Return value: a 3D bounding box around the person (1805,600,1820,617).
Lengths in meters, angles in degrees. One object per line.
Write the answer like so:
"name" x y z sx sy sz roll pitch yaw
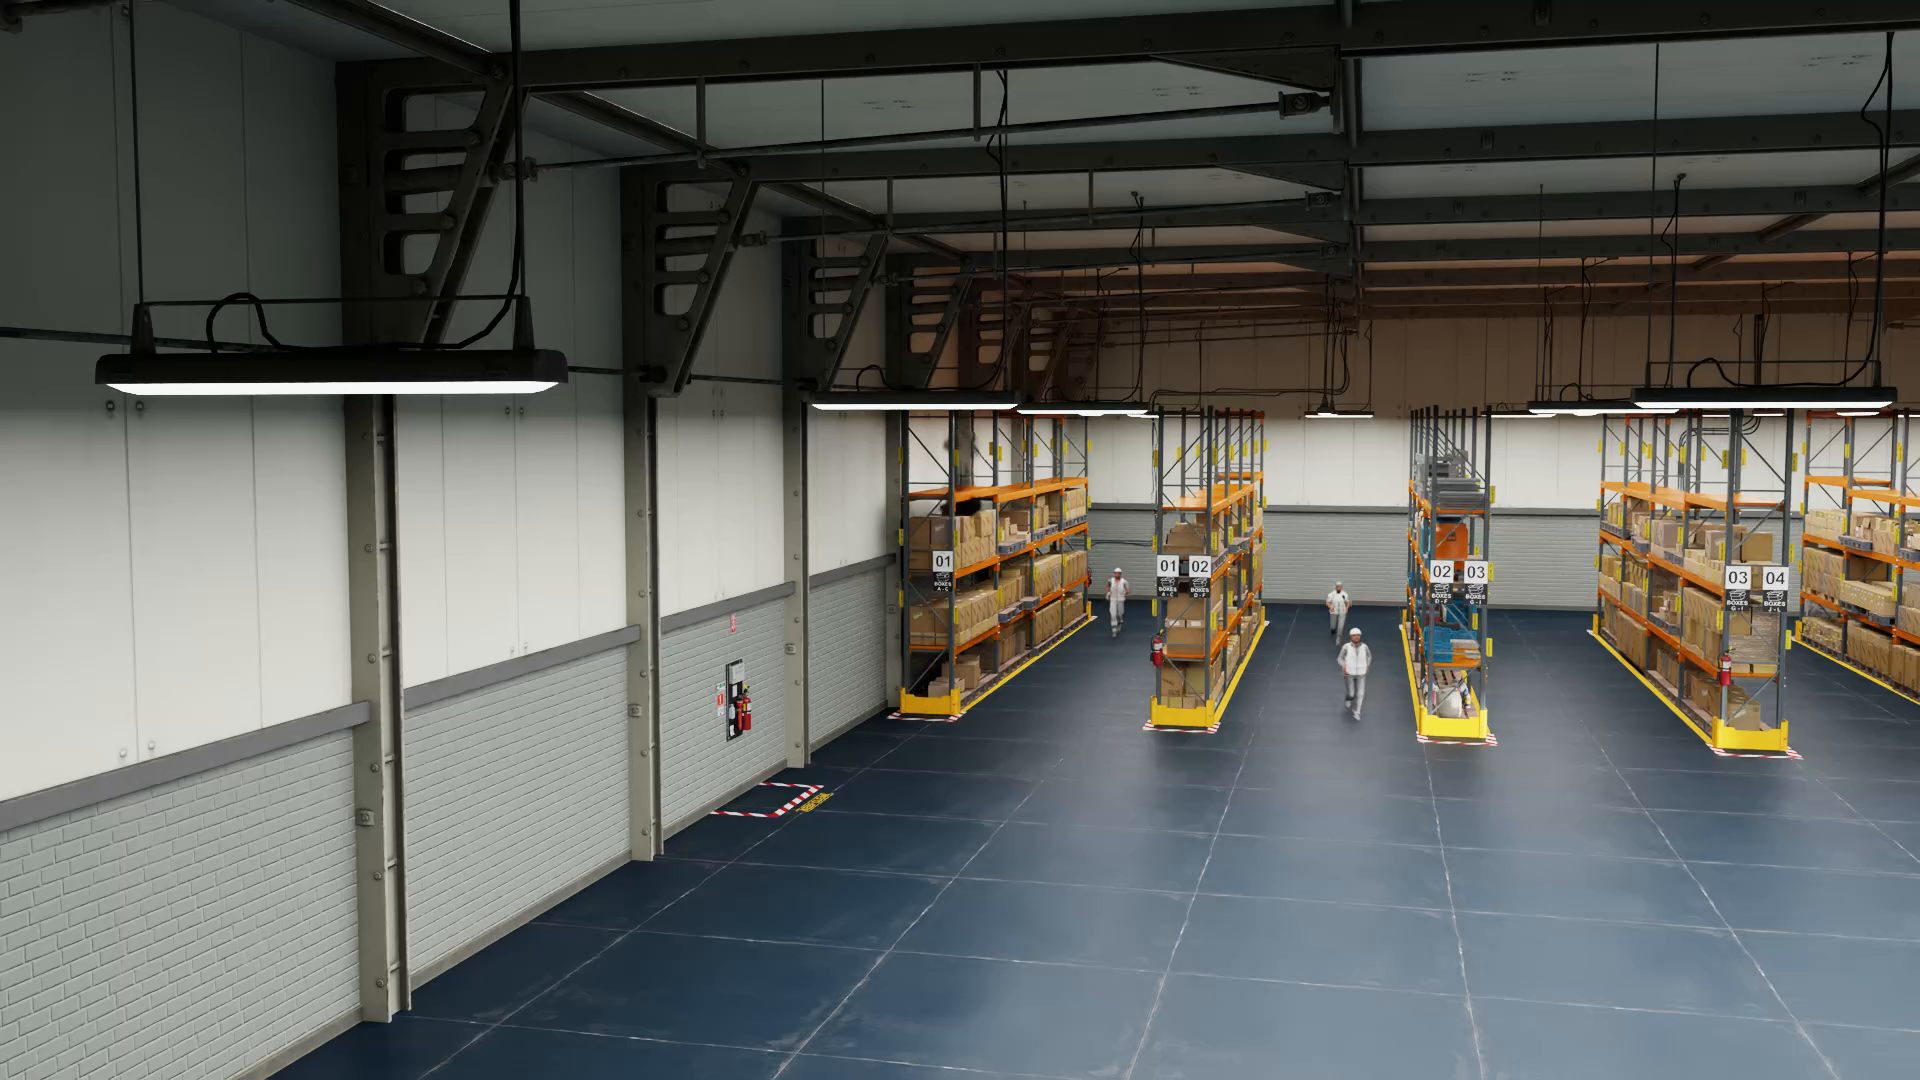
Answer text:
"person" 22.749 1.777 44.169 0.711 1.592 0.533 1 4 8

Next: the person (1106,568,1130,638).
"person" 4.183 1.645 44.147 0.651 1.805 0.983 1 4 8

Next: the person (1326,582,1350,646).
"person" 9.640 1.875 42.381 0.595 1.622 0.561 1 4 8

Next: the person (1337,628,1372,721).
"person" 7.616 2.570 32.055 0.672 1.754 0.712 0 4 2
